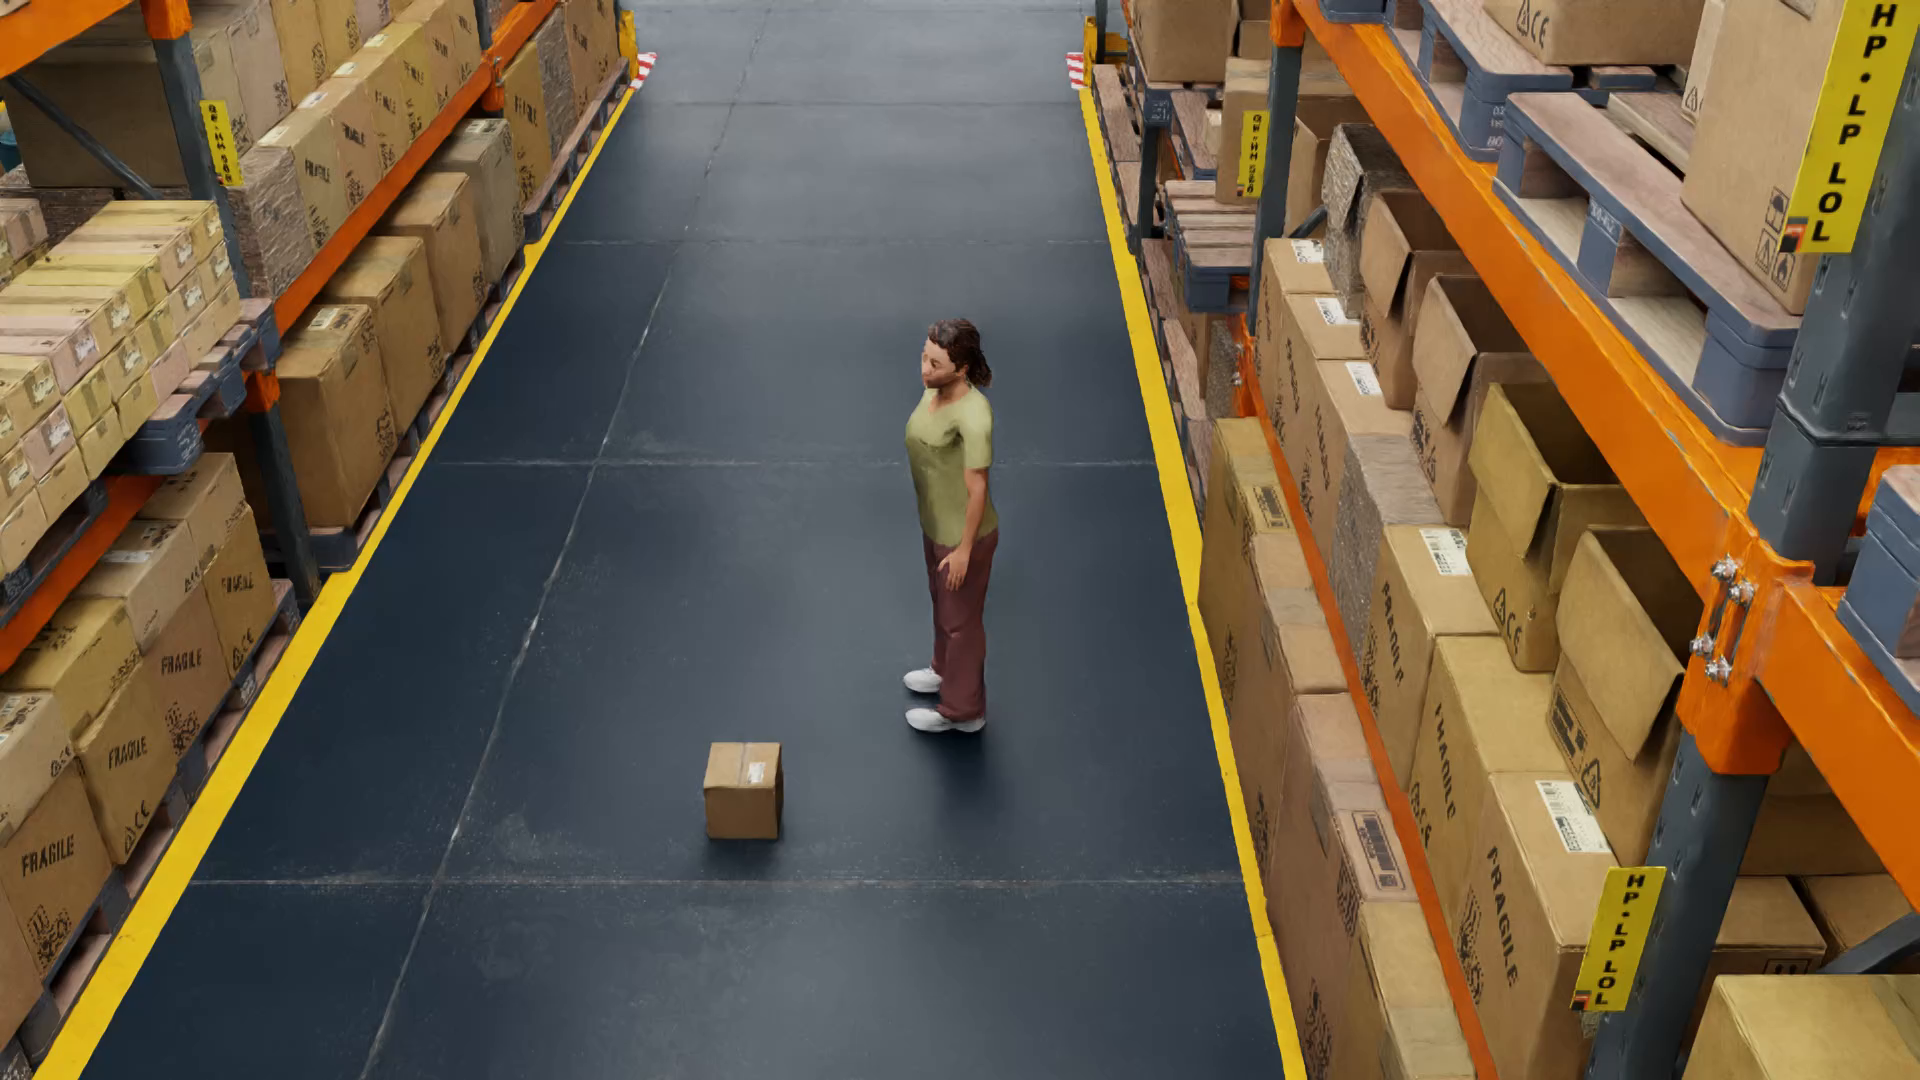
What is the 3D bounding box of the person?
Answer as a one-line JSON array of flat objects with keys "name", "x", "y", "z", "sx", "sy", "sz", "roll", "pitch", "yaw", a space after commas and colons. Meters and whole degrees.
[{"name": "person", "x": -0.045, "y": -0.021, "z": 6.135, "sx": 0.393, "sy": 1.675, "sz": 0.533, "roll": -13, "pitch": 34, "yaw": -20}]
